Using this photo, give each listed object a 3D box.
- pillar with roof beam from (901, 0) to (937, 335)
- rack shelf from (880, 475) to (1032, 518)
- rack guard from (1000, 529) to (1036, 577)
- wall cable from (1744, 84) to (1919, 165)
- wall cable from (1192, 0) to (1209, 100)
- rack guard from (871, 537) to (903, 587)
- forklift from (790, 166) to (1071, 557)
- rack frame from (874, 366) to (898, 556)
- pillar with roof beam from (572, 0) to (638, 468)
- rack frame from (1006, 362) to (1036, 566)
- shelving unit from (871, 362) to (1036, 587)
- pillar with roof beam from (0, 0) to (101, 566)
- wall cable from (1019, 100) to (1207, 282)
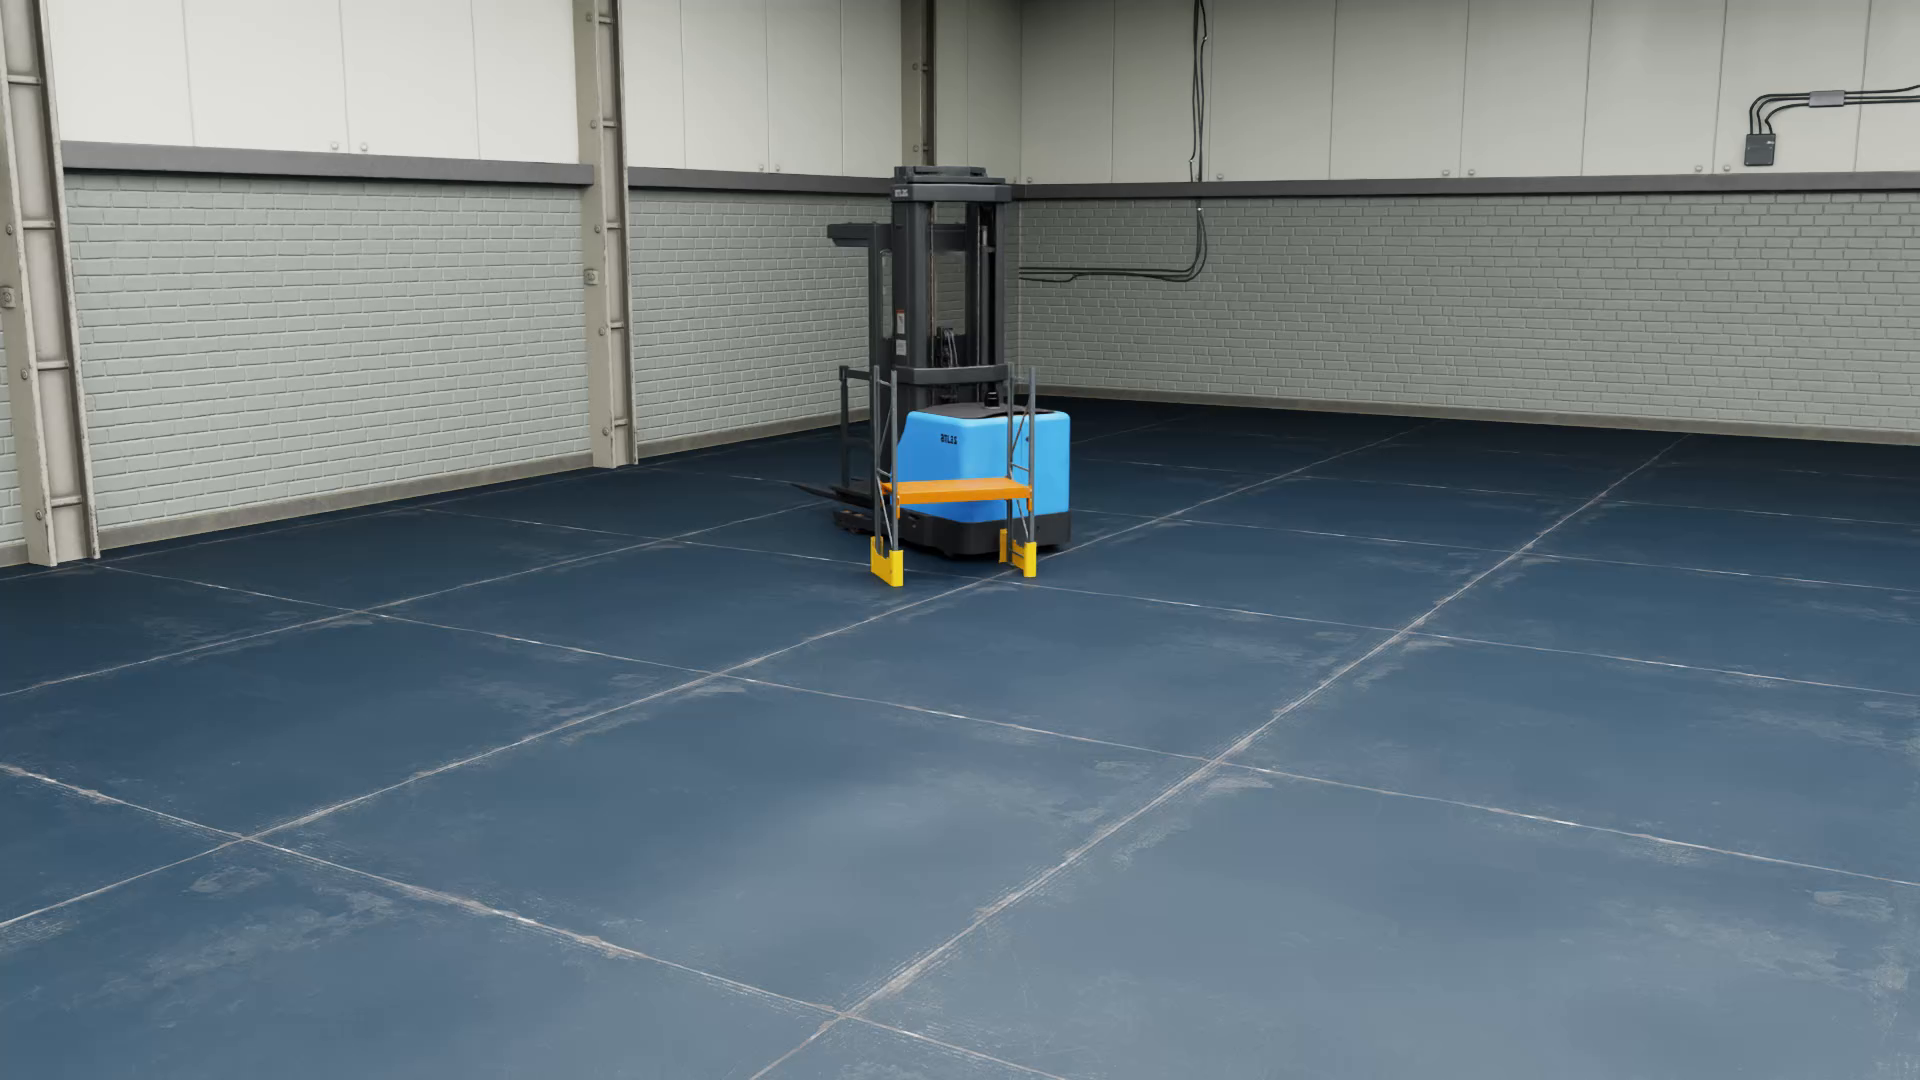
[{"bbox_3d":[3.139,-5.749,19.623,9.100,9.000,0.400,6,12,31],"label":"pillar with roof beam"},{"bbox_3d":[-0.042,-0.317,11.962,1.000,0.185,0.538,-3,11,-18],"label":"rack shelf"},{"bbox_3d":[0.422,0.093,12.193,0.087,0.250,0.587,-3,11,-18],"label":"rack guard"},{"bbox_3d":[10.225,-7.260,18.449,2.305,6.003,0.169,6,12,31],"label":"wall cable"},{"bbox_3d":[4.432,-7.195,22.061,3.097,2.526,0.112,6,12,31],"label":"wall cable"},{"bbox_3d":[-0.524,0.150,11.889,0.087,0.250,0.587,-3,11,-18],"label":"rack guard"},{"bbox_3d":[-0.389,-1.537,13.611,1.130,2.935,3.031,-7,13,-34],"label":"forklift"},{"bbox_3d":[-0.525,-0.464,11.773,0.032,1.500,0.500,-3,11,-18],"label":"rack frame"},{"bbox_3d":[0.024,-4.806,14.583,9.100,9.000,0.400,6,12,31],"label":"pillar with roof beam"},{"bbox_3d":[0.441,-0.523,12.084,0.032,1.500,0.500,-3,11,-18],"label":"rack frame"},{"bbox_3d":[-0.051,-0.493,11.926,1.083,1.500,0.587,-3,11,-18],"label":"shelving unit"},{"bbox_3d":[-3.091,-3.862,9.543,9.100,9.000,0.400,6,12,31],"label":"pillar with roof beam"},{"bbox_3d":[2.120,-4.971,23.906,3.097,2.526,0.112,6,12,31],"label":"wall cable"}]
